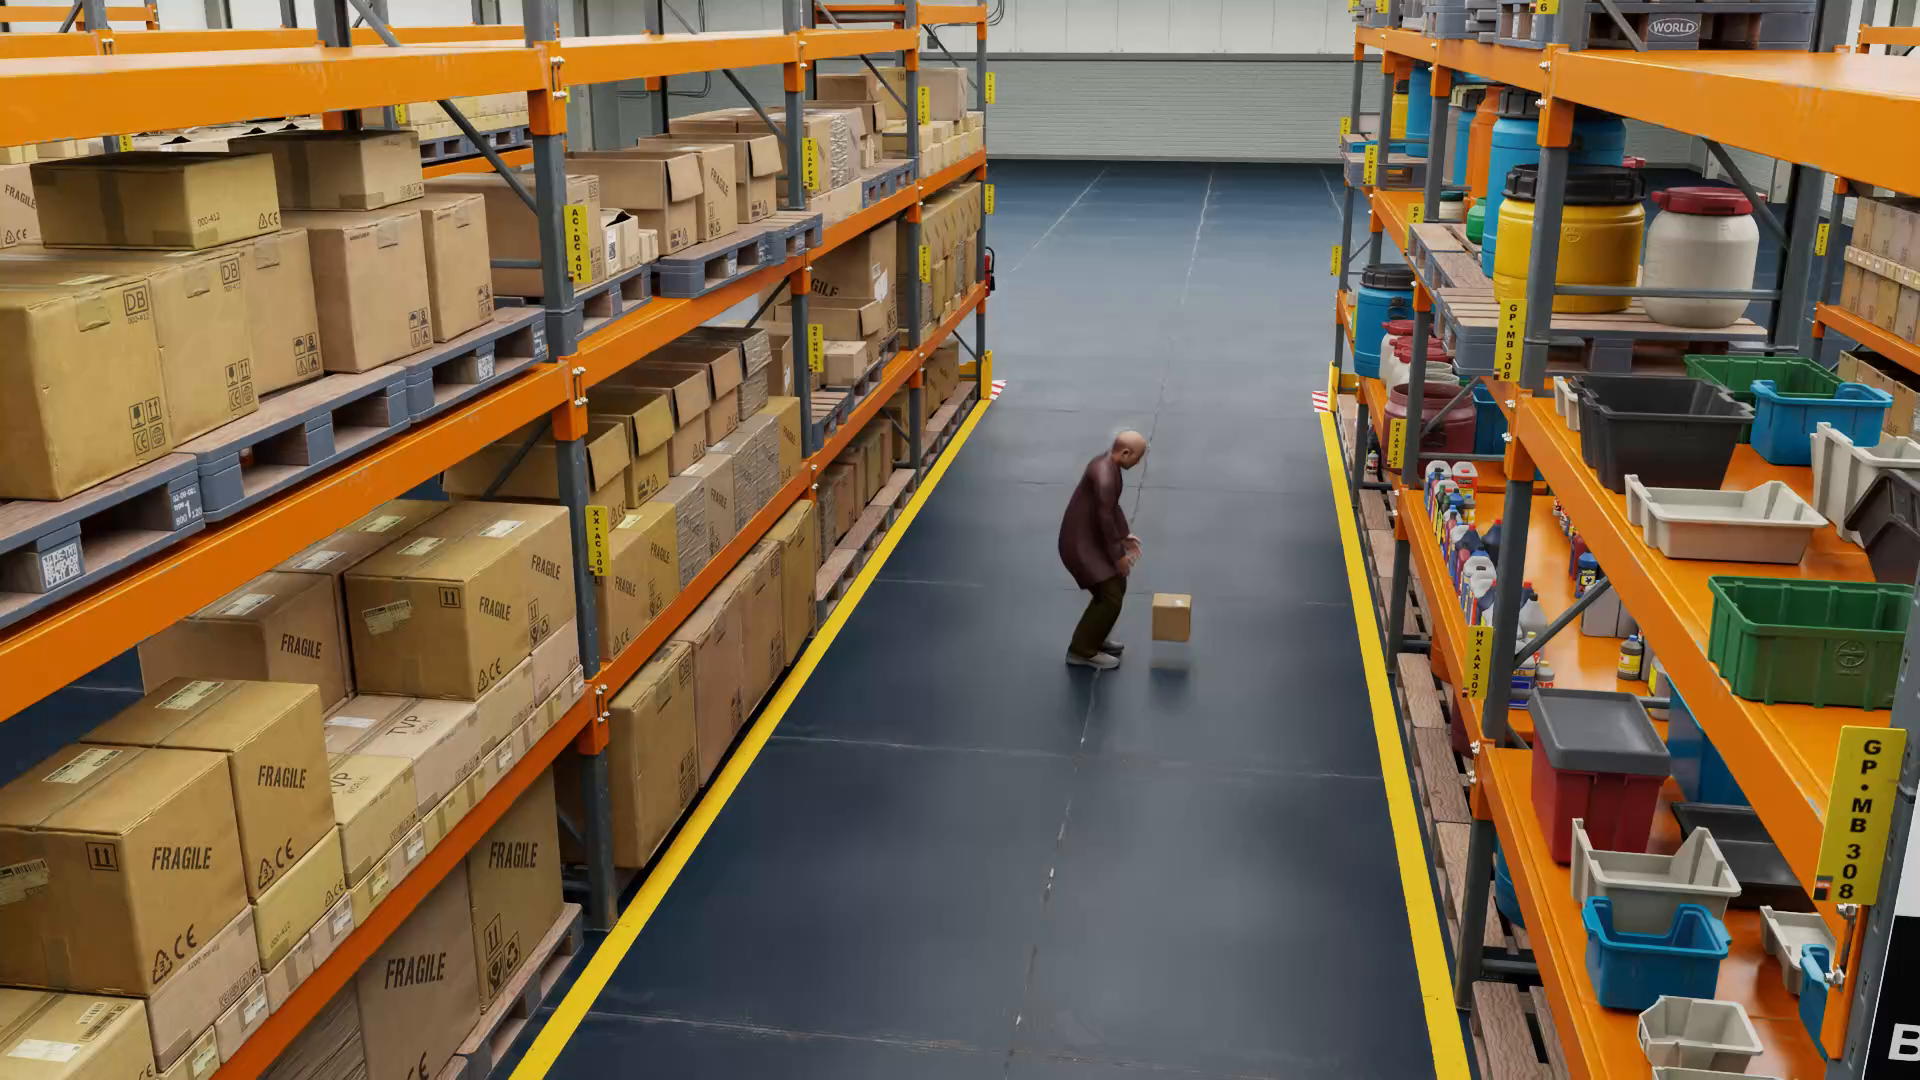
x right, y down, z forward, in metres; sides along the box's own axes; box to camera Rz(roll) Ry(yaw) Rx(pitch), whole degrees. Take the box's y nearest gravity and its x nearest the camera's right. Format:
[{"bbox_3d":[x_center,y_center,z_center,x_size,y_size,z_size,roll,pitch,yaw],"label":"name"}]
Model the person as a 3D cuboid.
[{"bbox_3d":[0.950,0.044,11.246,0.564,1.601,0.620,3,18,9],"label":"person"}]
